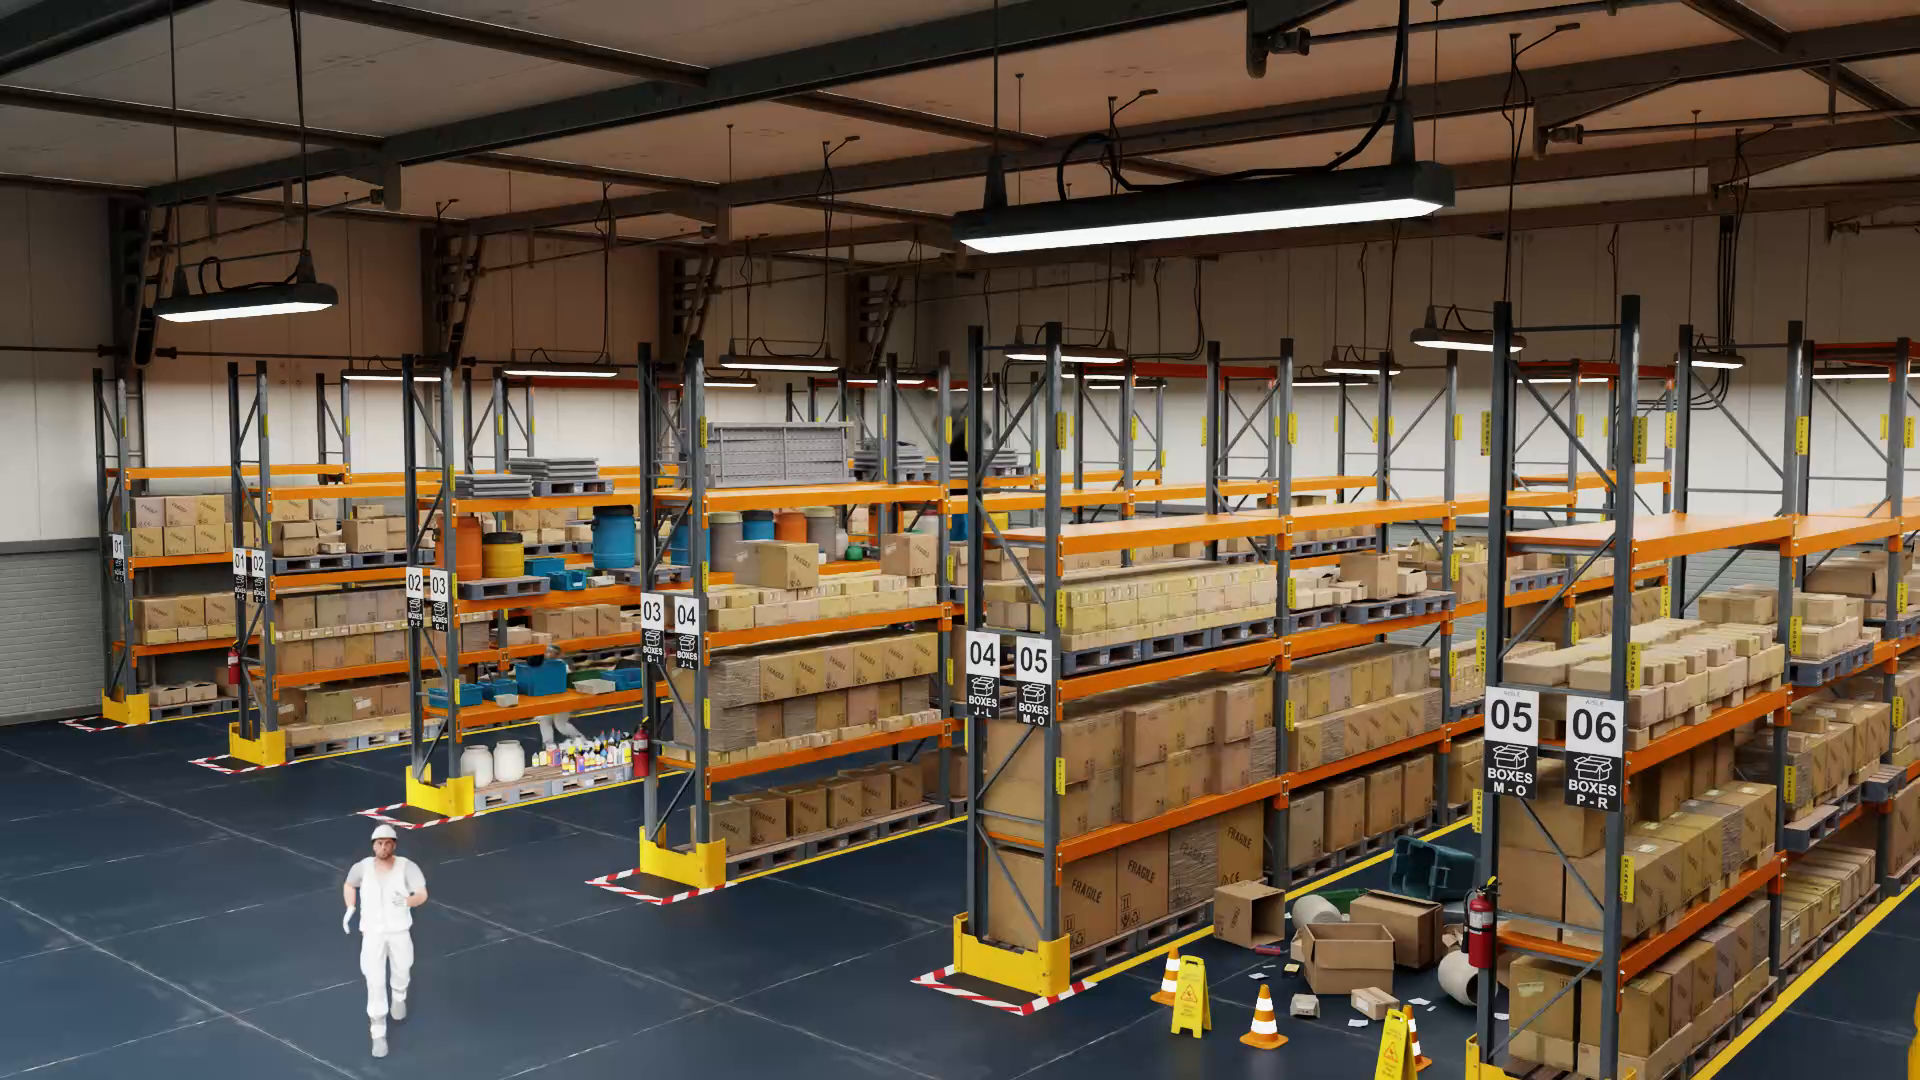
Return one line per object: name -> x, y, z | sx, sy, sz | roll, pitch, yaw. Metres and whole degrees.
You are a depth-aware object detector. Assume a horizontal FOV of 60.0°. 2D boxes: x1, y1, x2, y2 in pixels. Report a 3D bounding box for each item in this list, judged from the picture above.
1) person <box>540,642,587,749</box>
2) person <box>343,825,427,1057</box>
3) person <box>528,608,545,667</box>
person -> -6.015, 2.445, 25.131 | 0.793, 1.845, 0.675 | -4, 6, -41
person -> -4.742, 3.230, 13.727 | 0.652, 1.773, 1.002 | -1, 4, -18
person -> -7.903, 2.072, 31.495 | 0.659, 1.602, 0.555 | -4, 6, -44
